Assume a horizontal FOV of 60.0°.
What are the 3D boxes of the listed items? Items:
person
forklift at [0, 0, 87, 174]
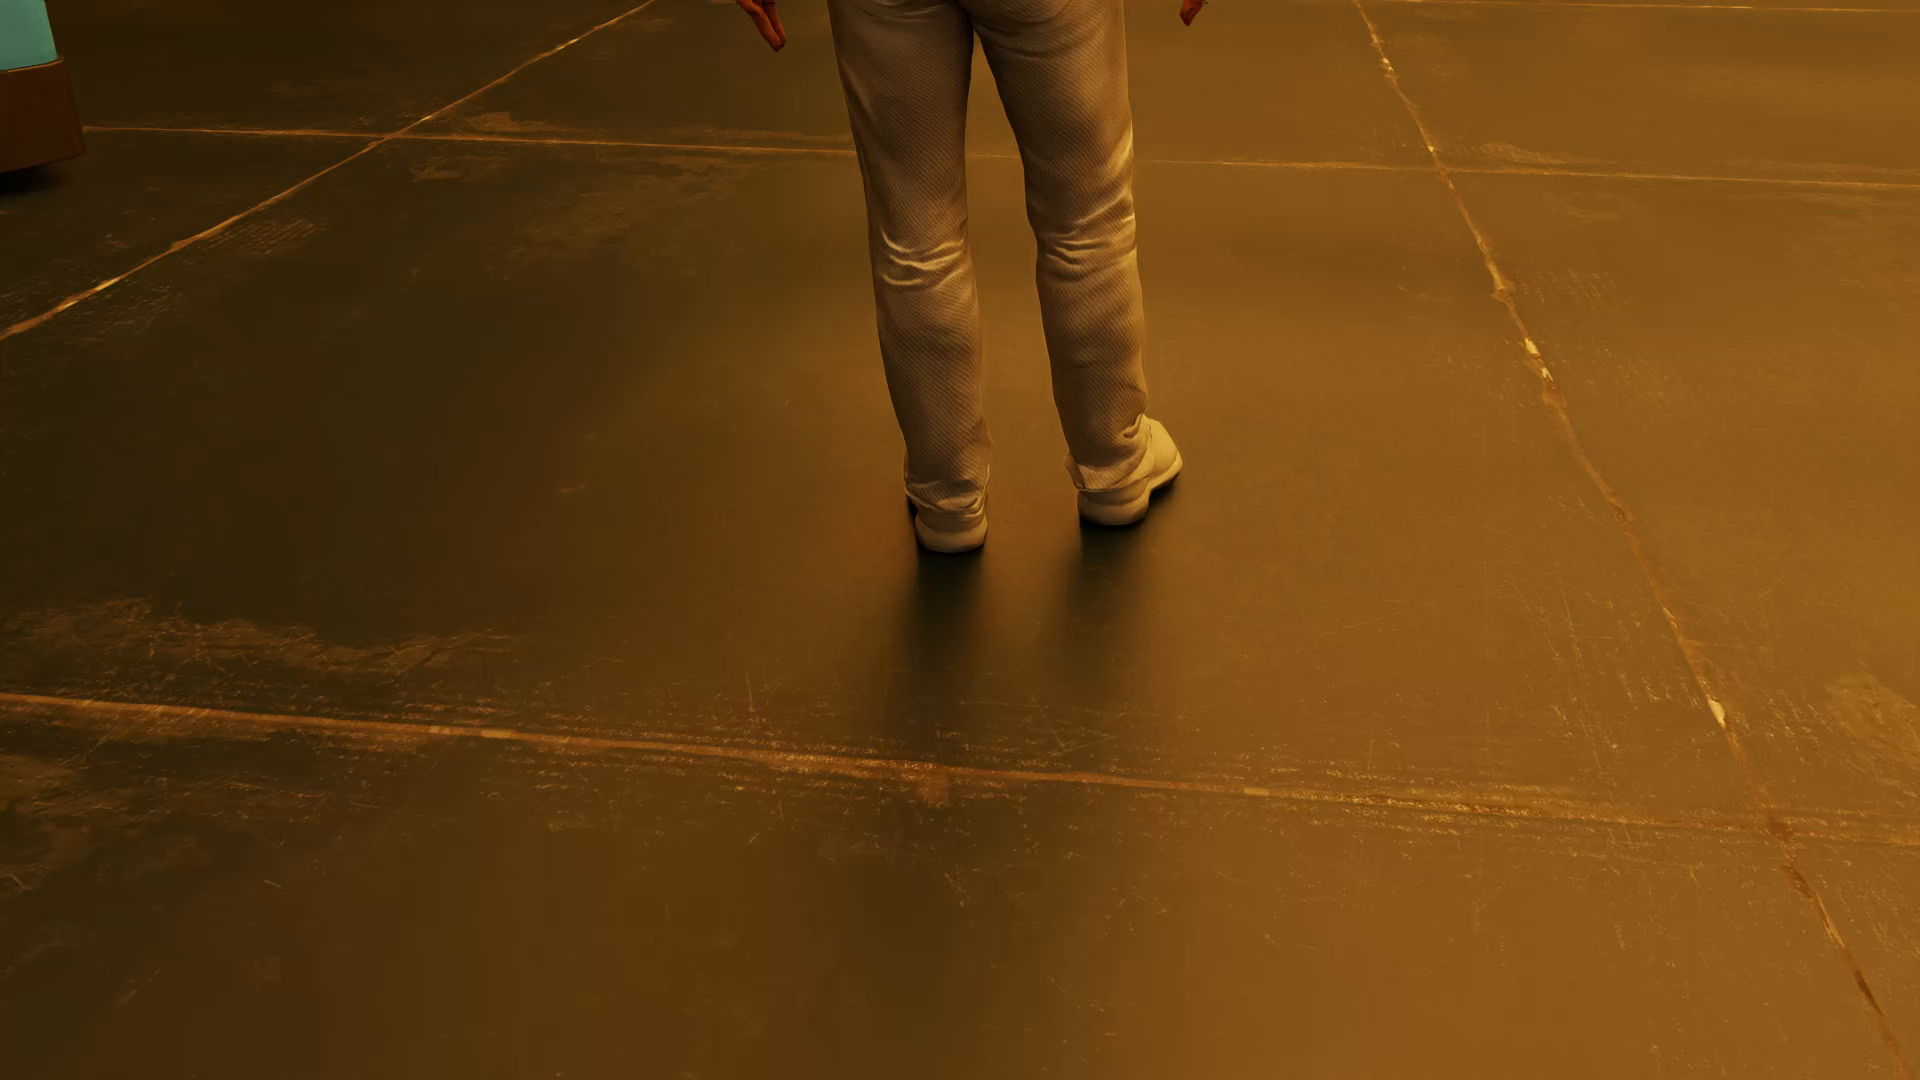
[{"bbox_3d":[0.014,-0.827,2.164,0.666,1.768,0.575,3,27,7],"label":"person"},{"bbox_3d":[-3.822,-2.442,4.113,3.031,2.935,1.130,16,31,29],"label":"forklift"}]
